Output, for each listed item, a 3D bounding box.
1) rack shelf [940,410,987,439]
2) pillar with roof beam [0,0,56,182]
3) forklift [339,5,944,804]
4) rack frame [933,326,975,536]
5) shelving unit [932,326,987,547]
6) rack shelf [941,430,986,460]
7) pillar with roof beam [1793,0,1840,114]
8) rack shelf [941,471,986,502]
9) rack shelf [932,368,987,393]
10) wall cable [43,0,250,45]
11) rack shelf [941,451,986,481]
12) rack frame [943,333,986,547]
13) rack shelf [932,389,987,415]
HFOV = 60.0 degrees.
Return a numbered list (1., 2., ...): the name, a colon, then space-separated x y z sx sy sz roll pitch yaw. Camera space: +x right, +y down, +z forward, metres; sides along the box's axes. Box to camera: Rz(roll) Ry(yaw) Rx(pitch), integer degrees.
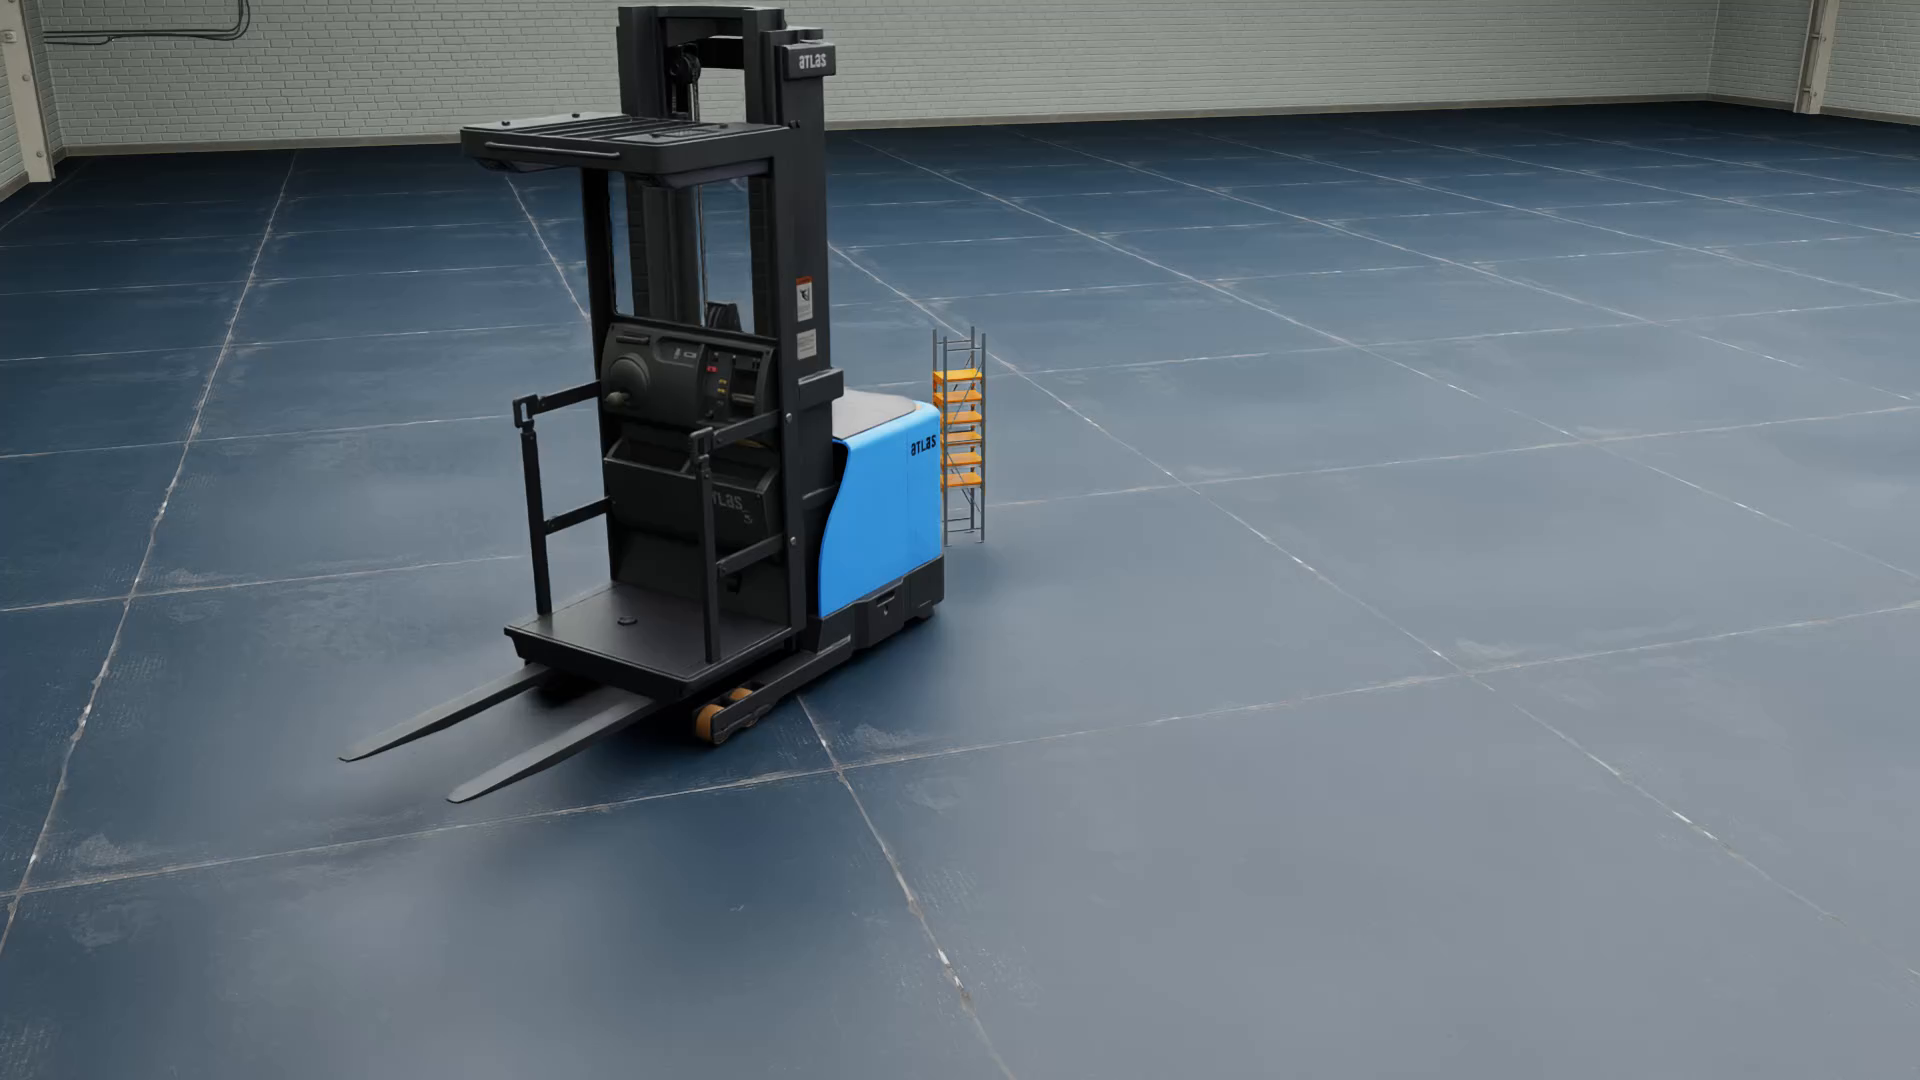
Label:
1. rack shelf: -0.005 -0.640 9.201 0.258 0.103 0.180 -6 21 -17
2. pillar with roof beam: -9.005 -9.823 23.452 9.100 9.000 0.400 -6 21 -17
3. forklift: -1.301 -0.699 7.026 1.130 2.935 3.031 12 23 31
4. rack frame: -0.033 -0.599 9.308 0.240 1.200 0.006 -6 21 -17
5. shelving unit: -0.005 -0.569 9.227 0.258 1.200 0.189 -6 21 -17
6. rack shelf: -0.005 -0.528 9.242 0.258 0.103 0.180 -6 21 -17
7. pillar with roof beam: 12.725 -12.255 30.223 9.100 9.000 0.400 -6 21 -17
8. rack shelf: -0.005 -0.302 9.323 0.258 0.103 0.180 -6 21 -17
9. rack shelf: -0.005 -0.866 9.120 0.258 0.103 0.180 -6 21 -17
10. wall cable: -12.763 -8.990 25.726 3.097 2.526 0.112 -6 21 -17
11. rack shelf: -0.005 -0.415 9.282 0.258 0.103 0.180 -6 21 -17
12. rack frame: 0.024 -0.540 9.145 0.240 1.200 0.006 -6 21 -17
13. rack shelf: -0.005 -0.753 9.160 0.258 0.103 0.180 -6 21 -17
